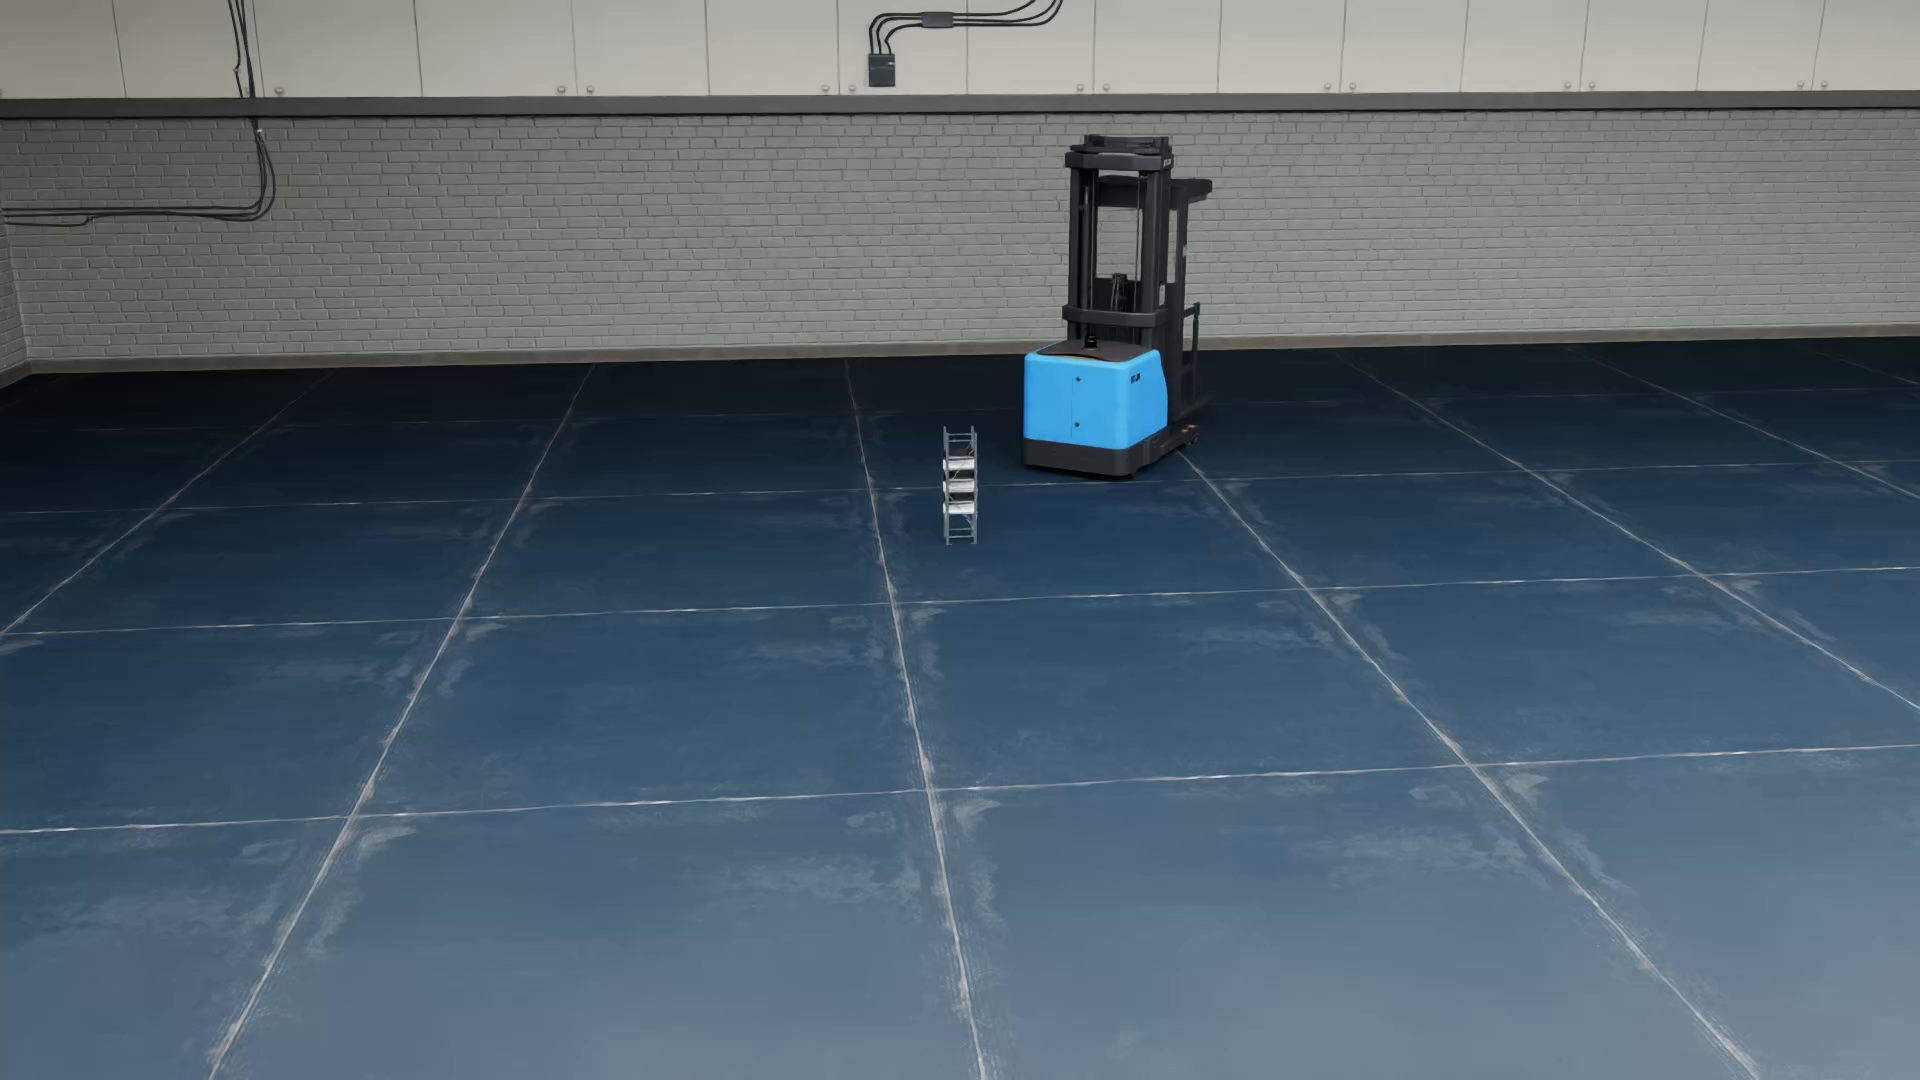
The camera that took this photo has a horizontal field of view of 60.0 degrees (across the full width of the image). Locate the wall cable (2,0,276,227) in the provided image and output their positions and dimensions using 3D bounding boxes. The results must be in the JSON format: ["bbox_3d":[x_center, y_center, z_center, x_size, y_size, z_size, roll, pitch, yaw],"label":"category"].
[{"bbox_3d":[-9.353,-4.783,18.574,3.097,2.526,0.112,-2,18,-6],"label":"wall cable"}]

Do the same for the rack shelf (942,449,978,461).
[{"bbox_3d":[0.001,-0.653,12.964,0.258,0.077,0.200,-2,18,-6],"label":"rack shelf"}]

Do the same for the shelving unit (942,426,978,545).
[{"bbox_3d":[0.001,-0.427,13.035,0.258,0.900,0.210,-2,18,-6],"label":"shelving unit"}]

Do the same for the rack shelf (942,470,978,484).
[{"bbox_3d":[0.001,-0.481,13.018,0.258,0.077,0.200,-2,18,-6],"label":"rack shelf"}]

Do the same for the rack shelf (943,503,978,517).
[{"bbox_3d":[0.001,-0.223,13.098,0.258,0.077,0.200,-2,18,-6],"label":"rack shelf"}]

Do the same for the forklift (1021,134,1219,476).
[{"bbox_3d":[1.695,-2.360,15.801,1.130,2.935,3.031,9,20,26],"label":"forklift"}]

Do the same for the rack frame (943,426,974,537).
[{"bbox_3d":[-0.010,-0.457,13.131,0.240,0.900,0.006,-2,18,-6],"label":"rack frame"}]

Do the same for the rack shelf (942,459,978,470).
[{"bbox_3d":[0.001,-0.567,12.991,0.258,0.077,0.200,-2,18,-6],"label":"rack shelf"}]

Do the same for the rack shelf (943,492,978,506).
[{"bbox_3d":[0.001,-0.309,13.072,0.258,0.077,0.200,-2,18,-6],"label":"rack shelf"}]

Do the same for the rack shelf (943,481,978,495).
[{"bbox_3d":[0.001,-0.395,13.045,0.258,0.077,0.200,-2,18,-6],"label":"rack shelf"}]

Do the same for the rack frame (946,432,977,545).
[{"bbox_3d":[0.011,-0.397,12.938,0.240,0.900,0.006,-2,18,-6],"label":"rack frame"}]

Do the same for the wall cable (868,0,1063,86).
[{"bbox_3d":[0.091,-8.176,18.519,2.305,6.003,0.169,-2,18,-6],"label":"wall cable"}]
